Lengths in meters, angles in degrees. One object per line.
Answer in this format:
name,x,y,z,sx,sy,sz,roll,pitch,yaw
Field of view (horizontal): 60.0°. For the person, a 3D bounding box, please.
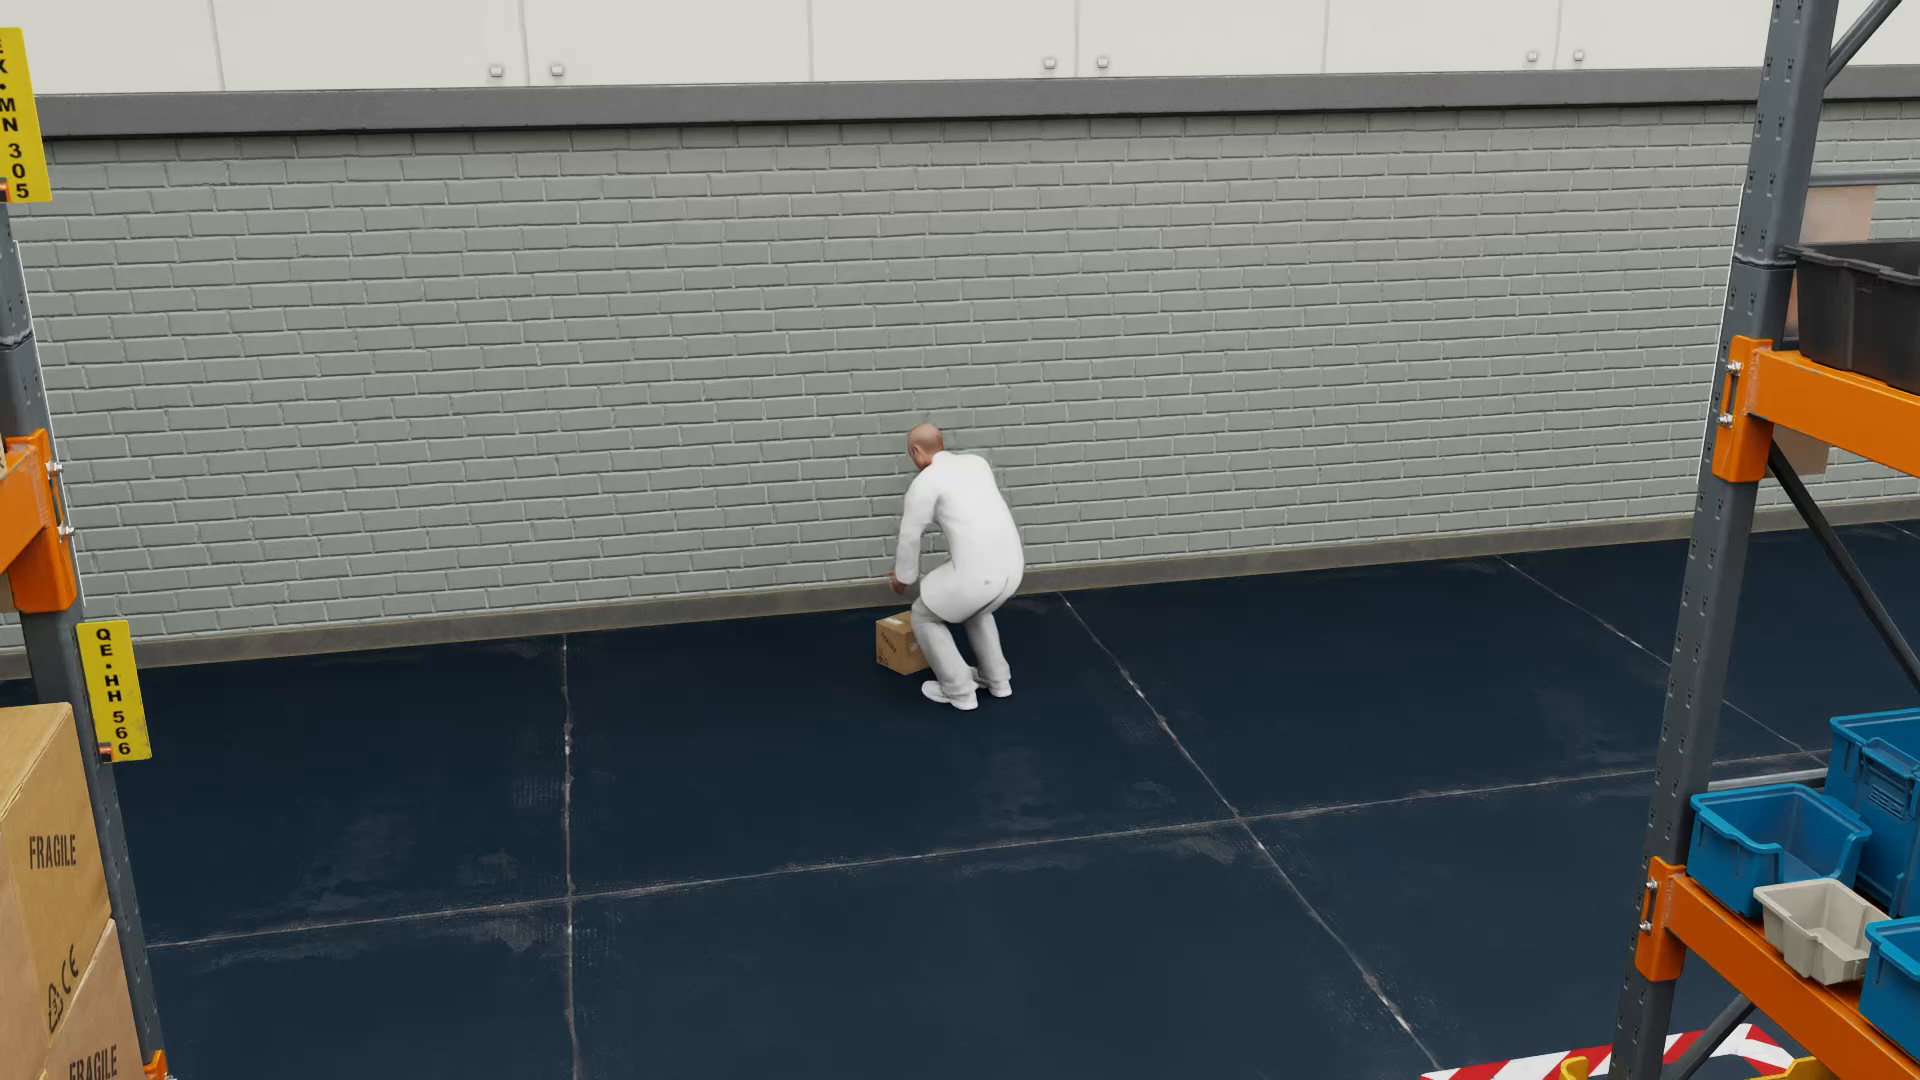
person,-0.009,0.141,8.687,0.631,1.453,0.701,-16,25,-39
